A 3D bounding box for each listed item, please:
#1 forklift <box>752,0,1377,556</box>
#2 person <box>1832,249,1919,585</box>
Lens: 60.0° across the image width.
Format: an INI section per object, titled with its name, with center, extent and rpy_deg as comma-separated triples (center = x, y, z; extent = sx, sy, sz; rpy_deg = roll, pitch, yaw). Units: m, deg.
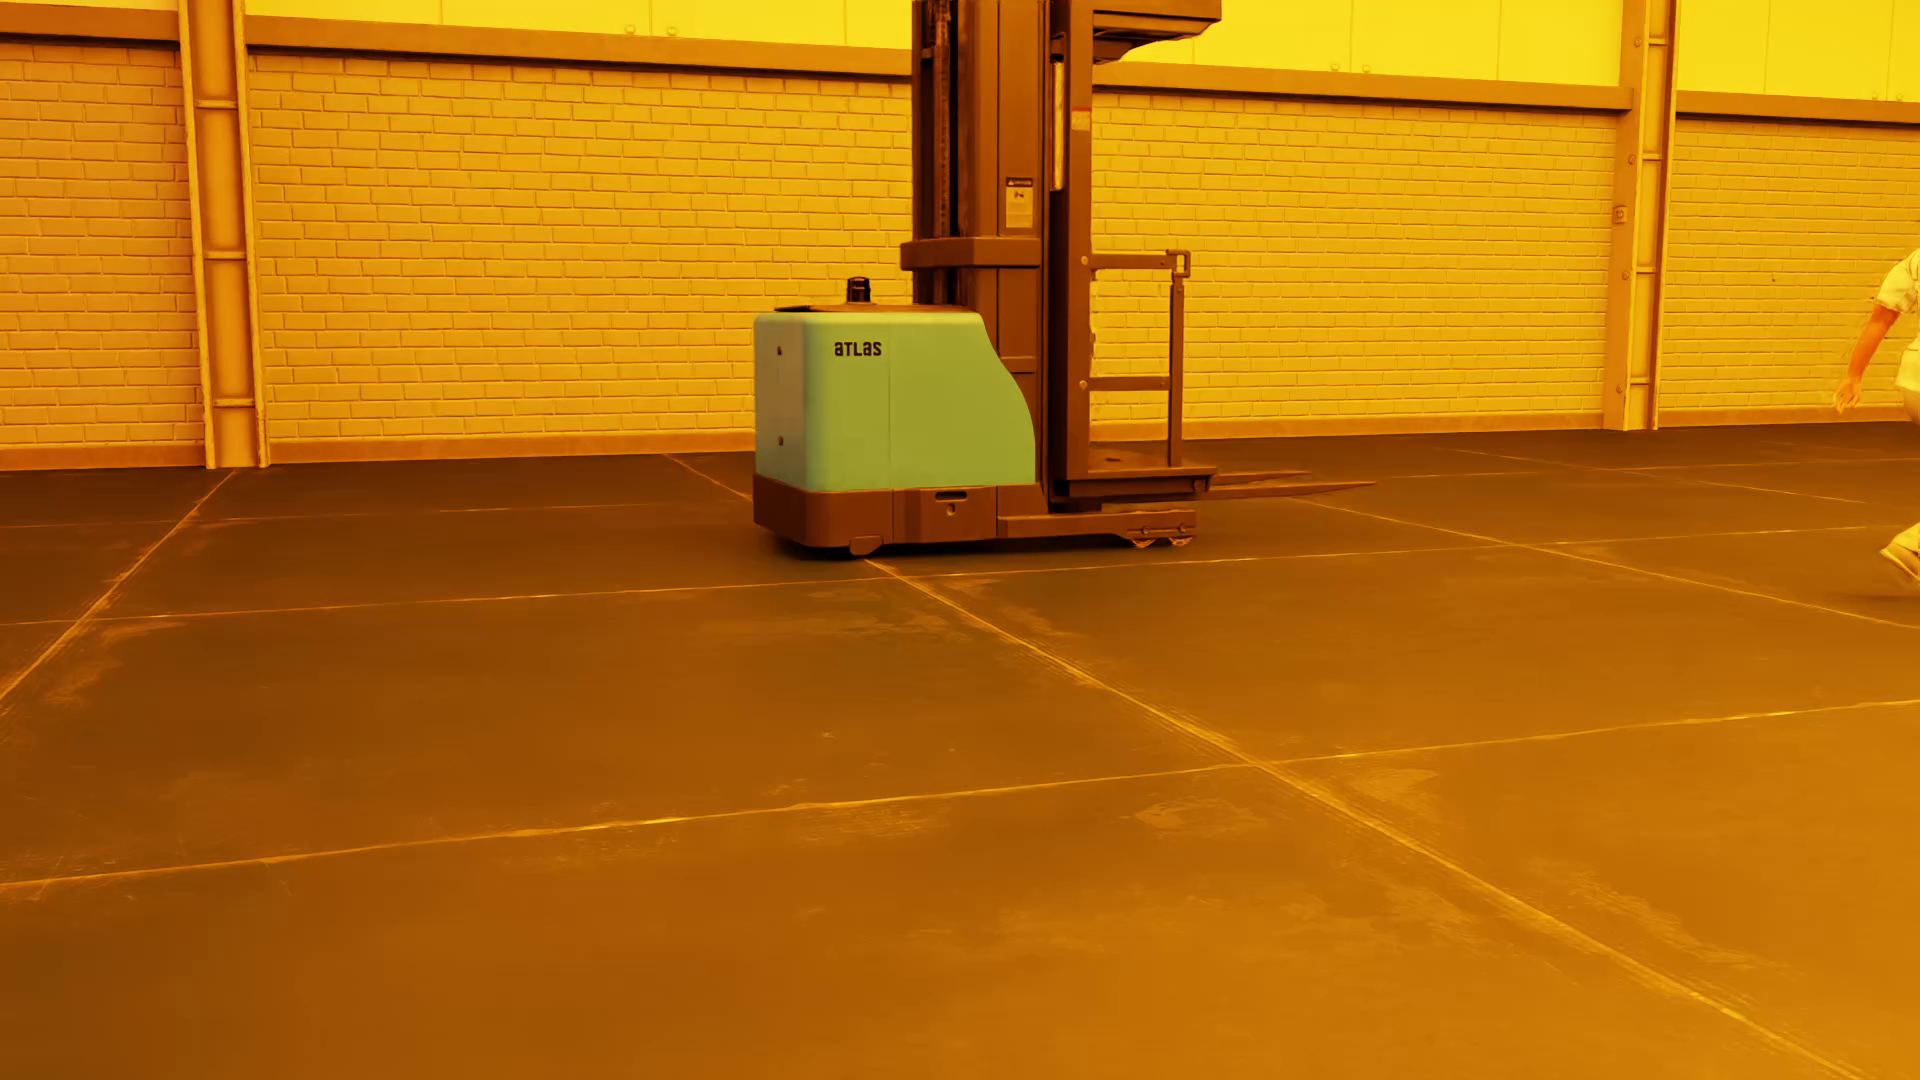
[forklift]
center = 0.572, -1.485, 7.969
extent = 3.031, 2.935, 1.130
rpy_deg = -3, 8, -21
[person]
center = 3.794, -0.570, 6.297
extent = 0.734, 1.589, 0.553
rpy_deg = 0, 8, 1
